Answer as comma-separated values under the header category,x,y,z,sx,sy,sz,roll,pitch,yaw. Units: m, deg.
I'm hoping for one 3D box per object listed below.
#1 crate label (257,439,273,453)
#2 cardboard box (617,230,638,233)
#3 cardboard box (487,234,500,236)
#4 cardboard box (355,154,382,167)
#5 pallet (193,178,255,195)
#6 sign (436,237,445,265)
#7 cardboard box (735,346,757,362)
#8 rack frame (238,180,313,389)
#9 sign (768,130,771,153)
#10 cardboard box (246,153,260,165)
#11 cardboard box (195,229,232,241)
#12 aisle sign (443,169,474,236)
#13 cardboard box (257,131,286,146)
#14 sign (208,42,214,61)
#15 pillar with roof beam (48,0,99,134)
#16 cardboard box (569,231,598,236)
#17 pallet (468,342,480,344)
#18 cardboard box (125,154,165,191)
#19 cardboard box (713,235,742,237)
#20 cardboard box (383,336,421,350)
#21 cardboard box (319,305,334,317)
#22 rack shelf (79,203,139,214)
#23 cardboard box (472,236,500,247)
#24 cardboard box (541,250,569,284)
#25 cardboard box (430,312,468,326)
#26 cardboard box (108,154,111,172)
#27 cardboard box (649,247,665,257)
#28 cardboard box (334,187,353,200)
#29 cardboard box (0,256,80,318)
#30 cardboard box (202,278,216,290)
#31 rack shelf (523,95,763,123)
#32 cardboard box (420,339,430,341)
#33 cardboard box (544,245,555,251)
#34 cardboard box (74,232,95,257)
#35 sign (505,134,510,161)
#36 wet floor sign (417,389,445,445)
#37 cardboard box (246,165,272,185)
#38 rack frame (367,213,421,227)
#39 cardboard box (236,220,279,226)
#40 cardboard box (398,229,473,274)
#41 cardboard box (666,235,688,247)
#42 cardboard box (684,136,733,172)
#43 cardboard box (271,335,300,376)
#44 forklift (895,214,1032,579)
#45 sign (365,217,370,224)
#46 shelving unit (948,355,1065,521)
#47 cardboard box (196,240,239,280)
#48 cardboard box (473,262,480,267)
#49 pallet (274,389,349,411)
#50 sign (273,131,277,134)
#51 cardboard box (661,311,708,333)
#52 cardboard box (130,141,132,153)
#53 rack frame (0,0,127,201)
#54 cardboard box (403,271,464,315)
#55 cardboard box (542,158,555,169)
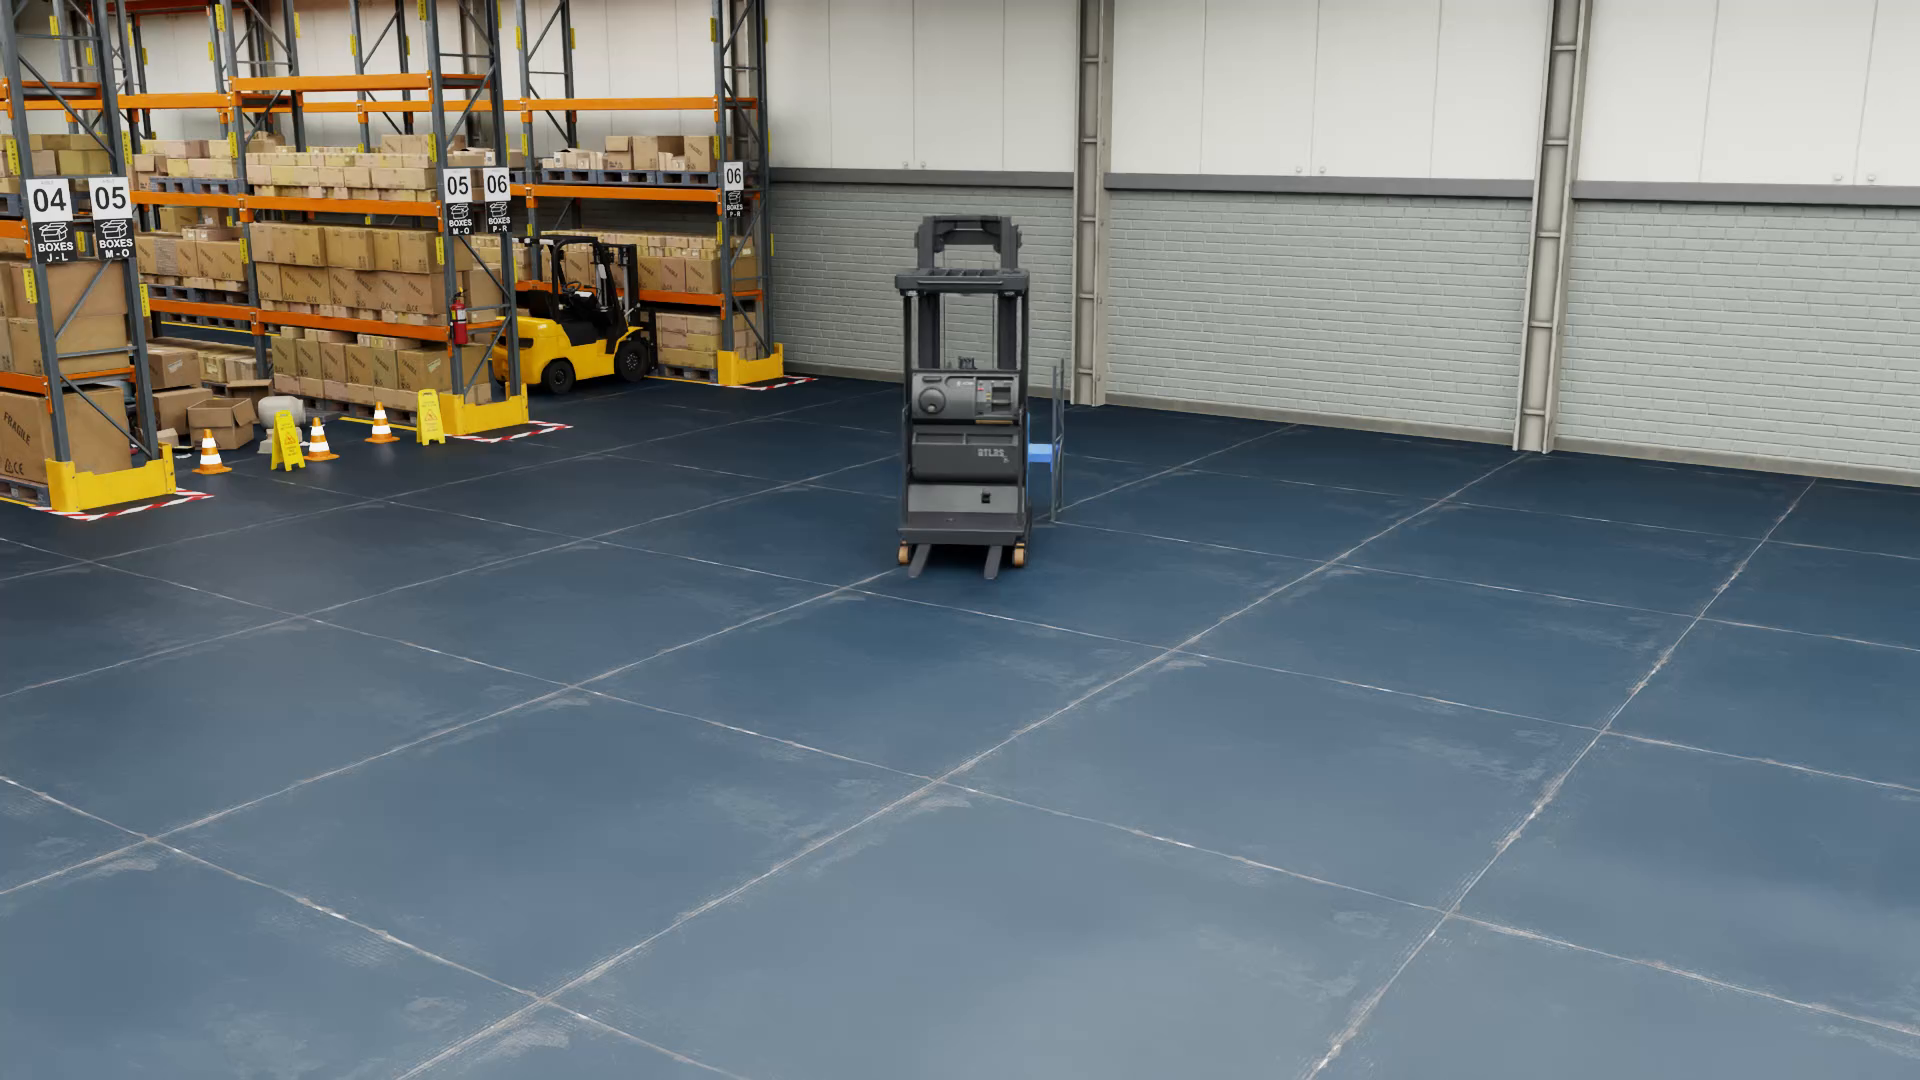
category,x,y,z,sx,sy,sz,roll,pitch,yaw
crate label,-8.016,-1.101,19.413,0.298,0.136,0.250,1,14,4
cardboard box,-5.175,-4.781,26.146,0.250,0.149,0.380,9,16,32
cardboard box,-7.668,-5.026,27.751,0.250,0.149,0.380,9,17,32
cardboard box,-7.358,-4.763,20.871,0.250,0.149,0.380,9,16,31
pallet,-9.687,-4.869,22.827,1.003,0.211,1.213,9,17,33
sign,-6.242,-3.472,19.964,0.005,0.325,0.100,9,17,33
cardboard box,-3.447,-2.828,25.281,0.500,0.250,0.500,9,17,33
rack frame,-9.234,-3.401,22.745,0.127,3.000,1.000,9,17,33
sign,-2.833,-5.883,24.547,0.005,0.325,0.100,9,17,33
cardboard box,-9.155,-5.014,21.885,0.250,0.149,0.380,9,16,32
cardboard box,-10.323,-4.219,23.000,0.250,0.149,0.380,9,16,31
aisle sign,-6.026,-4.060,19.998,0.004,0.787,0.394,9,17,33
cardboard box,-12.575,-7.339,30.374,0.258,0.266,0.396,9,17,33
sign,-13.424,-8.762,29.809,0.005,0.325,0.100,9,17,33
pillar with roof beam,-20.561,-8.595,31.244,0.548,9.000,9.100,9,17,33
cardboard box,-5.884,-4.747,26.008,0.250,0.149,0.380,9,16,32
pallet,-8.117,-3.292,28.108,1.213,0.211,1.003,9,17,33
cardboard box,-11.773,-5.312,24.018,0.500,0.500,0.700,9,17,33
cardboard box,-3.493,-4.498,25.001,0.250,0.149,0.380,10,17,35
cardboard box,-7.068,-2.503,21.058,0.250,0.149,0.380,10,17,34
cardboard box,-8.096,-2.999,21.645,0.250,0.149,0.380,9,17,33
rack shelf,-14.213,-5.312,25.721,4.000,0.370,1.077,9,17,33
cardboard box,-7.747,-4.886,27.189,0.250,0.149,0.380,9,16,31
cardboard box,-6.245,-4.328,26.282,0.500,0.500,0.500,9,16,31
cardboard box,-6.345,-2.750,20.638,0.250,0.149,0.380,10,17,35
cardboard box,-12.951,-5.668,24.571,0.637,0.503,0.797,8,16,29
cardboard box,-4.449,-4.346,25.005,0.250,0.149,0.380,9,16,31
cardboard box,-7.667,-4.387,21.012,0.250,0.149,0.380,9,16,32
cardboard box,-9.388,-2.573,16.844,0.550,0.550,0.875,9,17,33
cardboard box,-10.258,-3.563,23.049,0.250,0.149,0.380,9,16,32
rack shelf,-4.808,-6.491,25.075,4.000,0.370,1.077,9,17,33
cardboard box,-7.298,-2.402,21.998,0.500,0.500,0.500,10,17,34
cardboard box,-6.350,-4.659,26.270,0.250,0.149,0.380,9,16,32
cardboard box,-13.129,-4.488,24.849,0.500,0.500,0.500,9,16,31
sign,-5.613,-4.853,20.549,0.005,0.325,0.100,9,17,33
wet floor sign,-6.355,-1.482,19.896,0.267,0.644,0.232,-10,17,-35
cardboard box,-9.022,-4.815,21.908,0.500,0.250,0.500,9,16,32
rack frame,-9.786,-4.927,28.912,0.127,3.000,1.000,9,17,33
cardboard box,-12.829,-5.607,30.574,0.500,0.500,0.700,10,17,34
cardboard box,-6.461,-3.567,20.511,0.500,0.500,0.700,9,16,31
cardboard box,-4.182,-4.473,24.900,0.250,0.149,0.380,9,17,33
cardboard box,-3.651,-5.622,24.186,0.500,0.500,0.500,10,17,35
cardboard box,-8.896,-2.501,22.397,0.500,0.500,0.500,10,17,35
forklift,0.034,-1.271,14.283,1.130,2.935,3.031,1,14,4
sign,-10.081,-5.341,28.340,0.005,0.325,0.100,9,17,33
shelving unit,0.449,-0.998,16.162,1.048,1.500,0.538,3,14,12
cardboard box,-10.158,-3.880,22.980,0.500,0.500,0.500,9,17,33
cardboard box,-7.847,-4.472,27.387,0.500,0.250,0.500,9,17,33
pallet,-8.657,-1.964,22.744,1.213,0.211,1.003,9,17,33
sign,-12.799,-7.473,31.058,0.005,0.325,0.100,9,17,33
cardboard box,-4.131,-3.276,25.008,0.500,0.250,0.500,10,17,34
cardboard box,-15.785,-7.589,32.074,0.500,0.250,0.500,9,17,32
rack frame,-8.594,-4.776,15.815,0.127,3.000,1.000,9,17,33
cardboard box,-6.519,-3.075,20.602,0.500,0.500,0.500,9,16,32
cardboard box,-6.264,-5.857,25.864,0.250,0.149,0.380,10,17,34
